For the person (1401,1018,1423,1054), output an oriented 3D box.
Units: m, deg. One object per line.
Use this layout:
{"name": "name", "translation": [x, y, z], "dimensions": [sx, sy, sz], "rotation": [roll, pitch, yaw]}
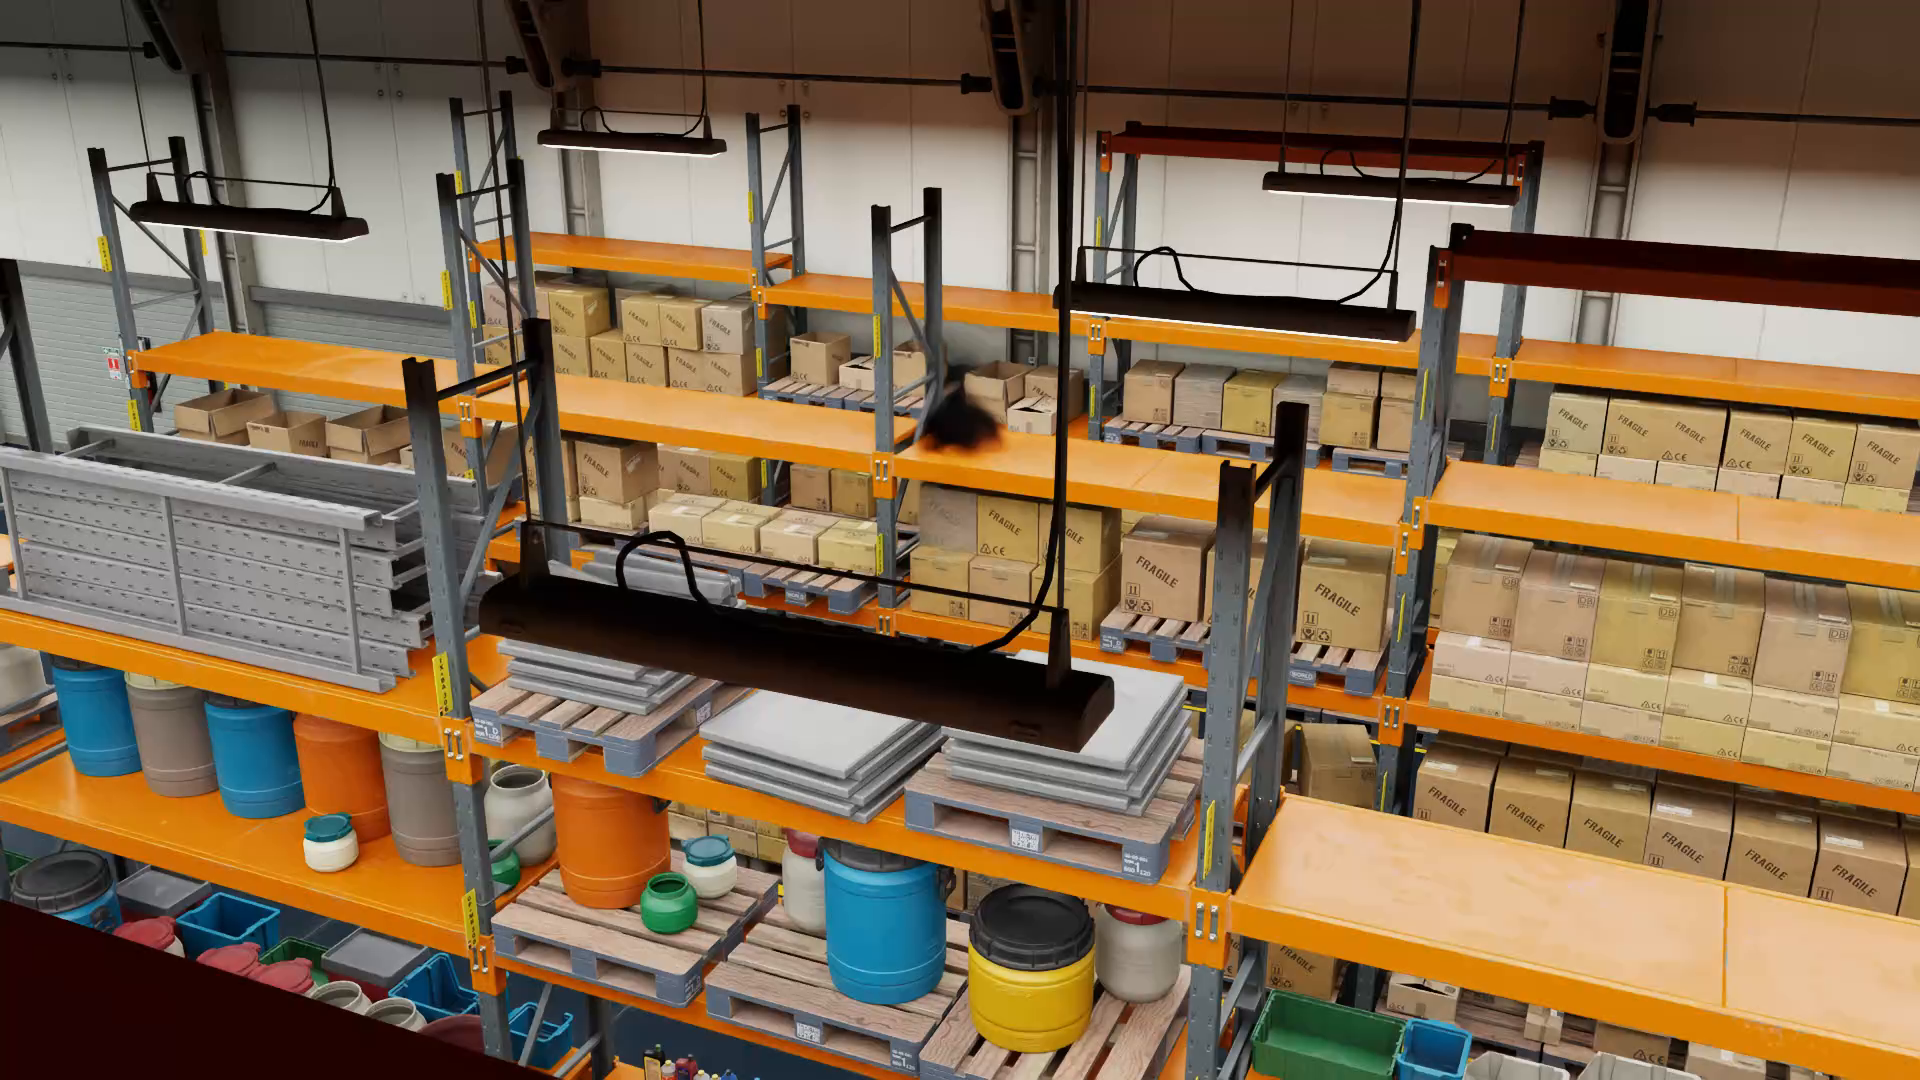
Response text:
{"name": "person", "translation": [2.969, 3.723, 10.352], "dimensions": [0.713, 1.713, 0.707], "rotation": [3, 21, 7]}
